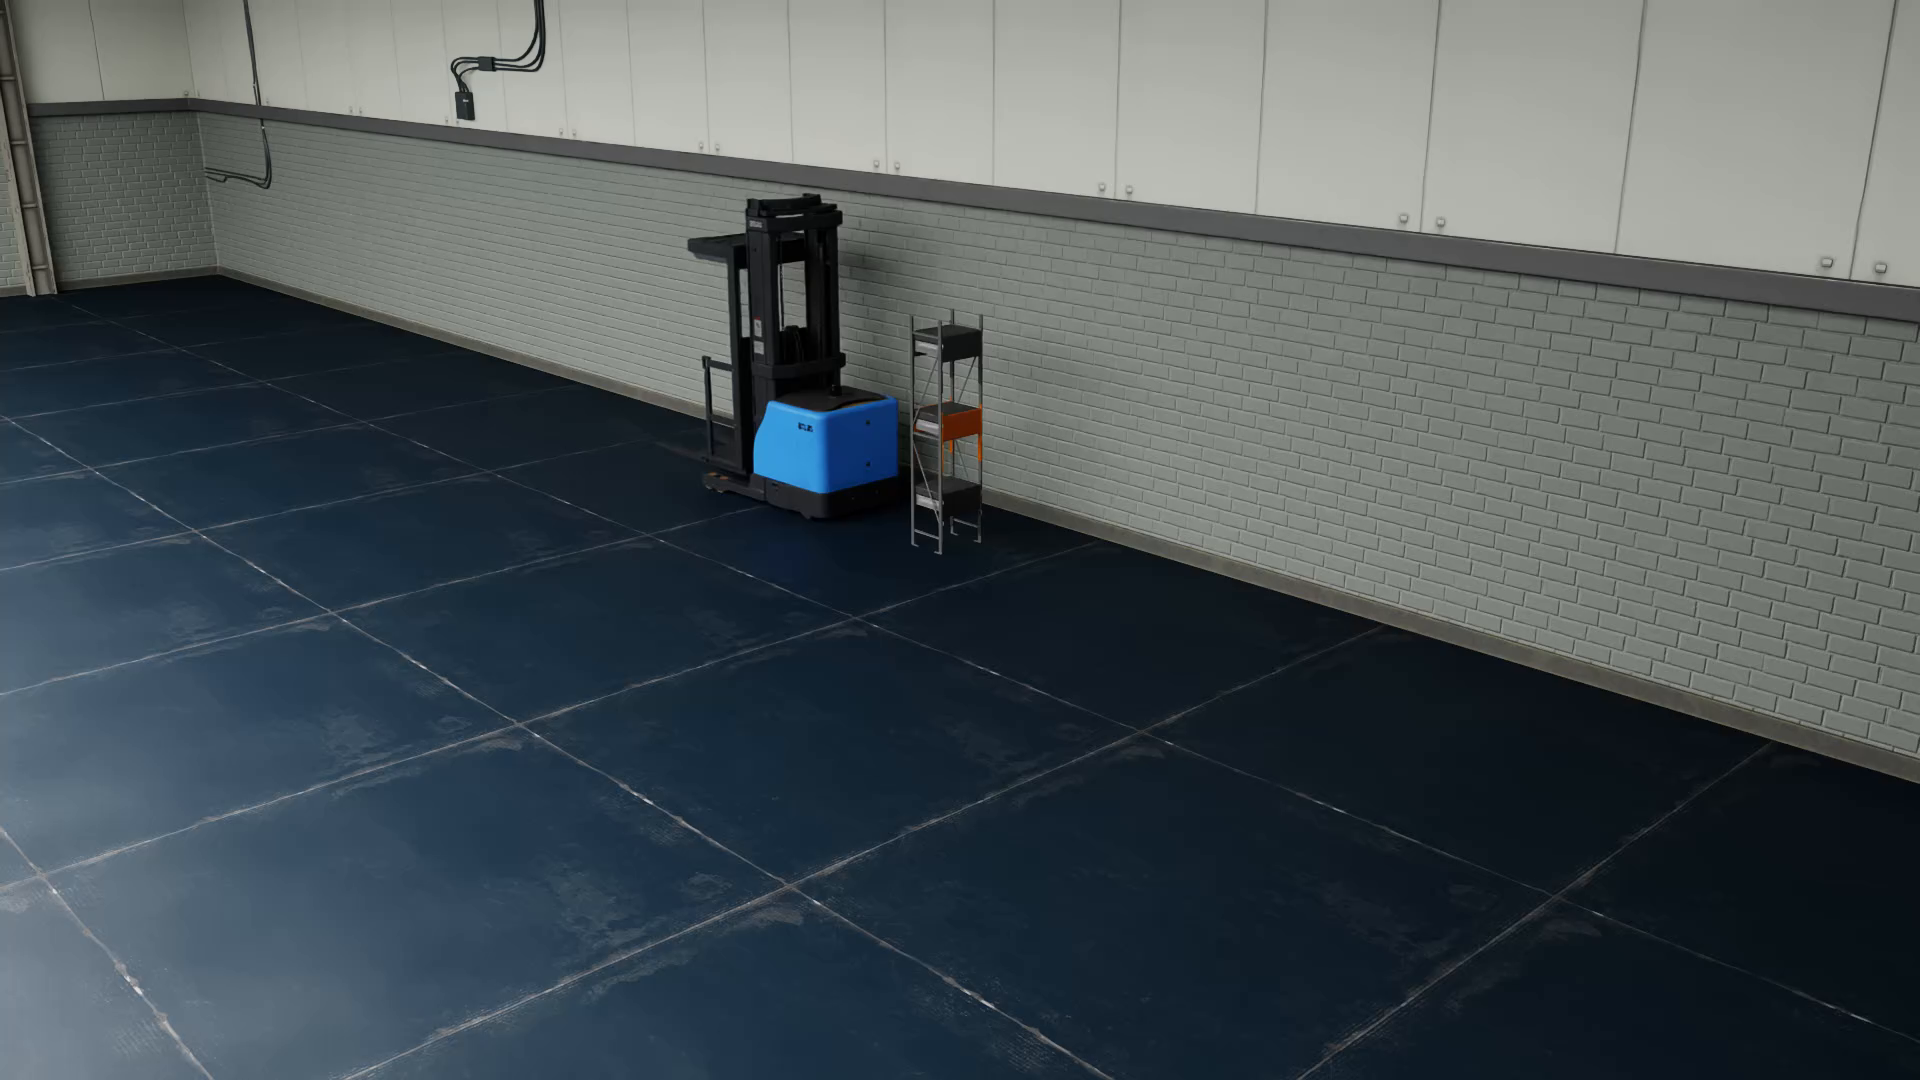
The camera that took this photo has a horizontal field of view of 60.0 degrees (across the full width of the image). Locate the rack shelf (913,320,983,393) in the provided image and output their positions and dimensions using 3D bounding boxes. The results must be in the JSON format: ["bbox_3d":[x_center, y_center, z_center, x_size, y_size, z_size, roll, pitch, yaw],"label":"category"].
[{"bbox_3d":[-0.120,-1.617,14.606,0.480,0.518,0.431,-16,24,-41],"label":"rack shelf"}]

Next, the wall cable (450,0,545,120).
[{"bbox_3d":[-5.925,-8.249,20.586,0.169,6.003,2.305,-16,24,-41],"label":"wall cable"}]

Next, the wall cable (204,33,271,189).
[{"bbox_3d":[-12.436,-7.285,28.162,0.112,2.526,3.097,-16,24,-41],"label":"wall cable"}]

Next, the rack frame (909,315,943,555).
[{"bbox_3d":[-0.298,-0.912,14.659,0.015,2.100,0.400,-16,24,-41],"label":"rack frame"}]

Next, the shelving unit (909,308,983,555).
[{"bbox_3d":[-0.120,-0.964,14.818,0.503,2.100,0.431,-16,24,-41],"label":"shelving unit"}]

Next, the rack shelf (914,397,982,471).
[{"bbox_3d":[-0.120,-0.951,14.822,0.480,0.518,0.431,-16,24,-41],"label":"rack shelf"}]

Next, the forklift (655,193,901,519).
[{"bbox_3d":[-1.966,-1.963,16.551,1.130,2.935,3.031,-17,24,-41],"label":"forklift"}]

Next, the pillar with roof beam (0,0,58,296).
[{"bbox_3d":[-12.528,-7.469,23.696,0.400,9.000,9.100,-16,24,-41],"label":"pillar with roof beam"}]

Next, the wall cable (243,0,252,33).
[{"bbox_3d":[-10.577,-9.081,25.513,0.112,2.526,3.097,-16,24,-41],"label":"wall cable"}]

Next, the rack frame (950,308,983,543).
[{"bbox_3d":[0.057,-1.015,14.977,0.015,2.100,0.400,-16,24,-41],"label":"rack frame"}]

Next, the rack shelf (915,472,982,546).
[{"bbox_3d":[-0.120,-0.285,15.038,0.480,0.518,0.431,-16,24,-41],"label":"rack shelf"}]
